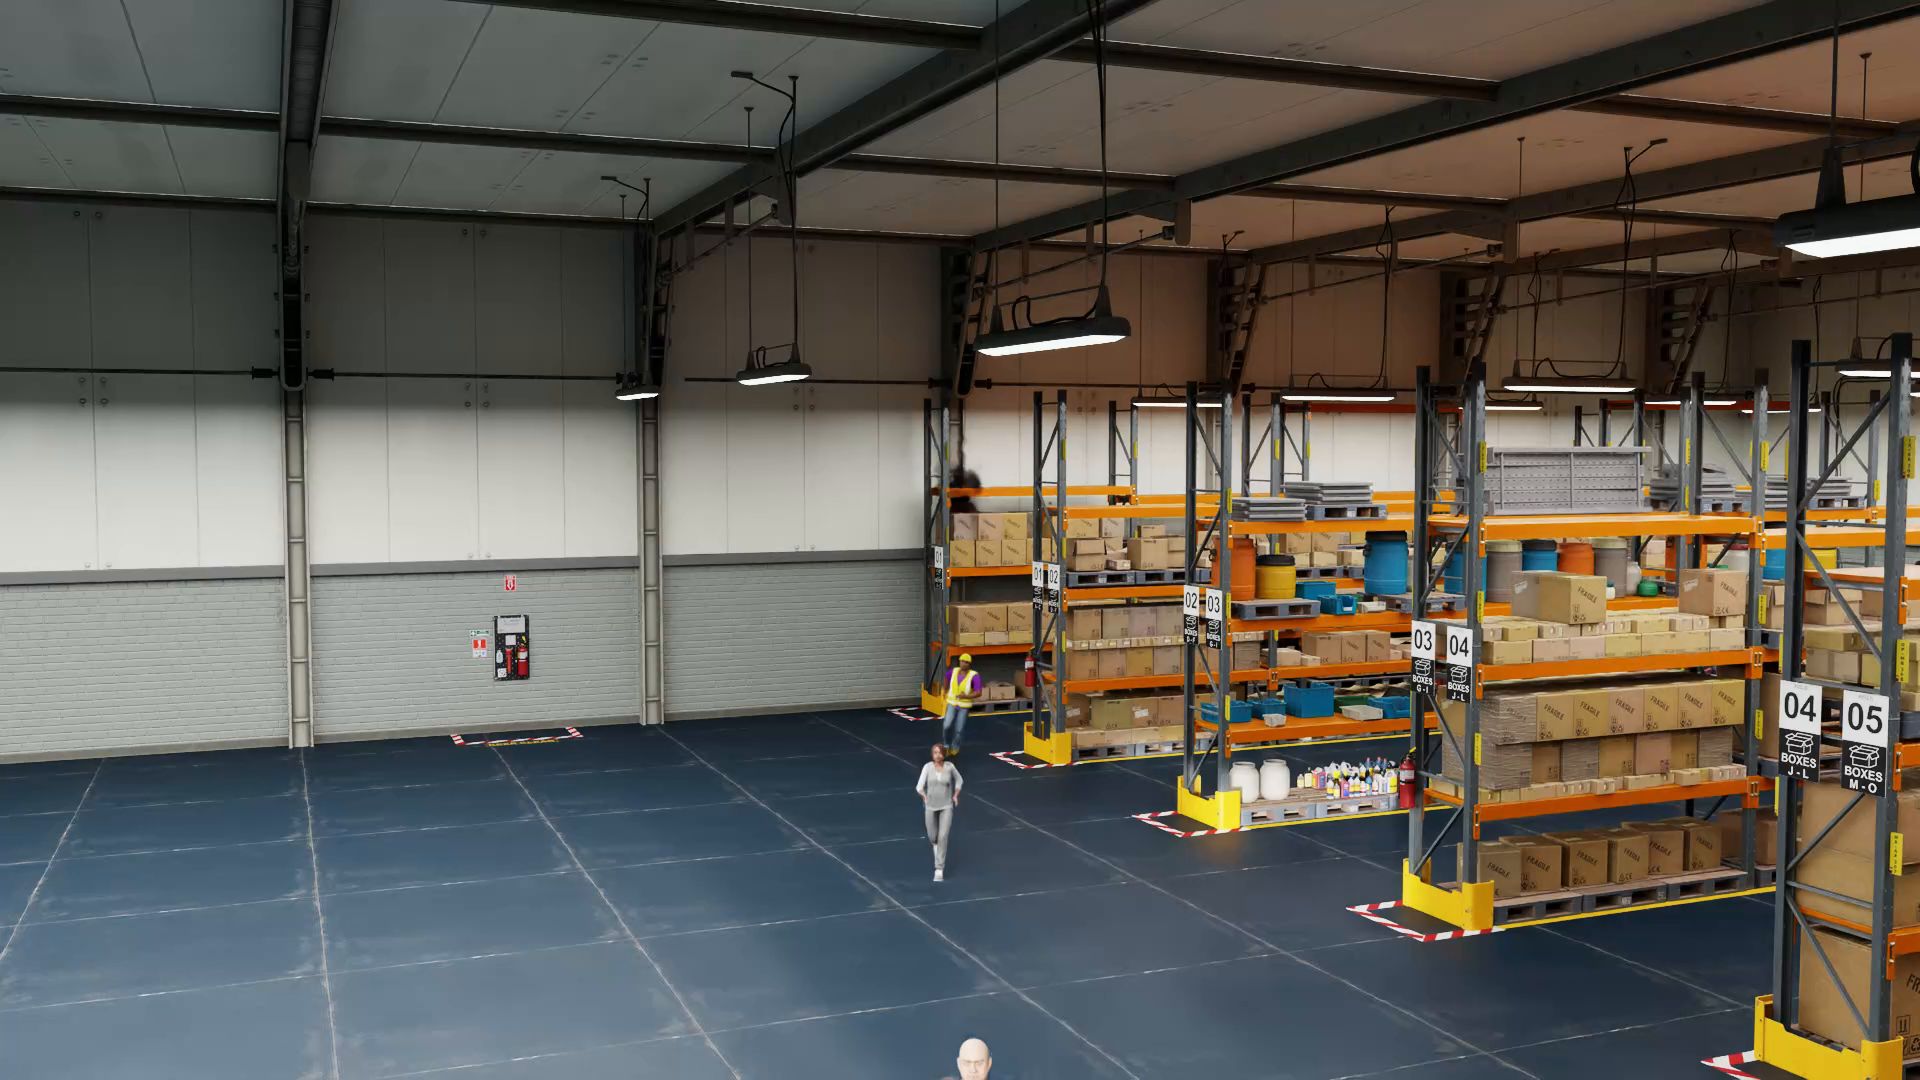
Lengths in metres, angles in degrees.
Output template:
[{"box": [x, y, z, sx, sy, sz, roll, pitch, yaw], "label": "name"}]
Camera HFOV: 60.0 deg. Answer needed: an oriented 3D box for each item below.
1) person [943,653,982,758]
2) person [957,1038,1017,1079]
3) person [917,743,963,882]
[{"box": [0.020, 2.710, 27.094, 0.713, 1.762, 0.664, 1, 3, 11], "label": "person"}, {"box": [0.080, 3.700, 9.394, 0.710, 1.781, 1.049, 0, 3, 3], "label": "person"}, {"box": [-0.242, 3.215, 19.892, 0.549, 1.595, 0.770, 0, 3, 3], "label": "person"}]
